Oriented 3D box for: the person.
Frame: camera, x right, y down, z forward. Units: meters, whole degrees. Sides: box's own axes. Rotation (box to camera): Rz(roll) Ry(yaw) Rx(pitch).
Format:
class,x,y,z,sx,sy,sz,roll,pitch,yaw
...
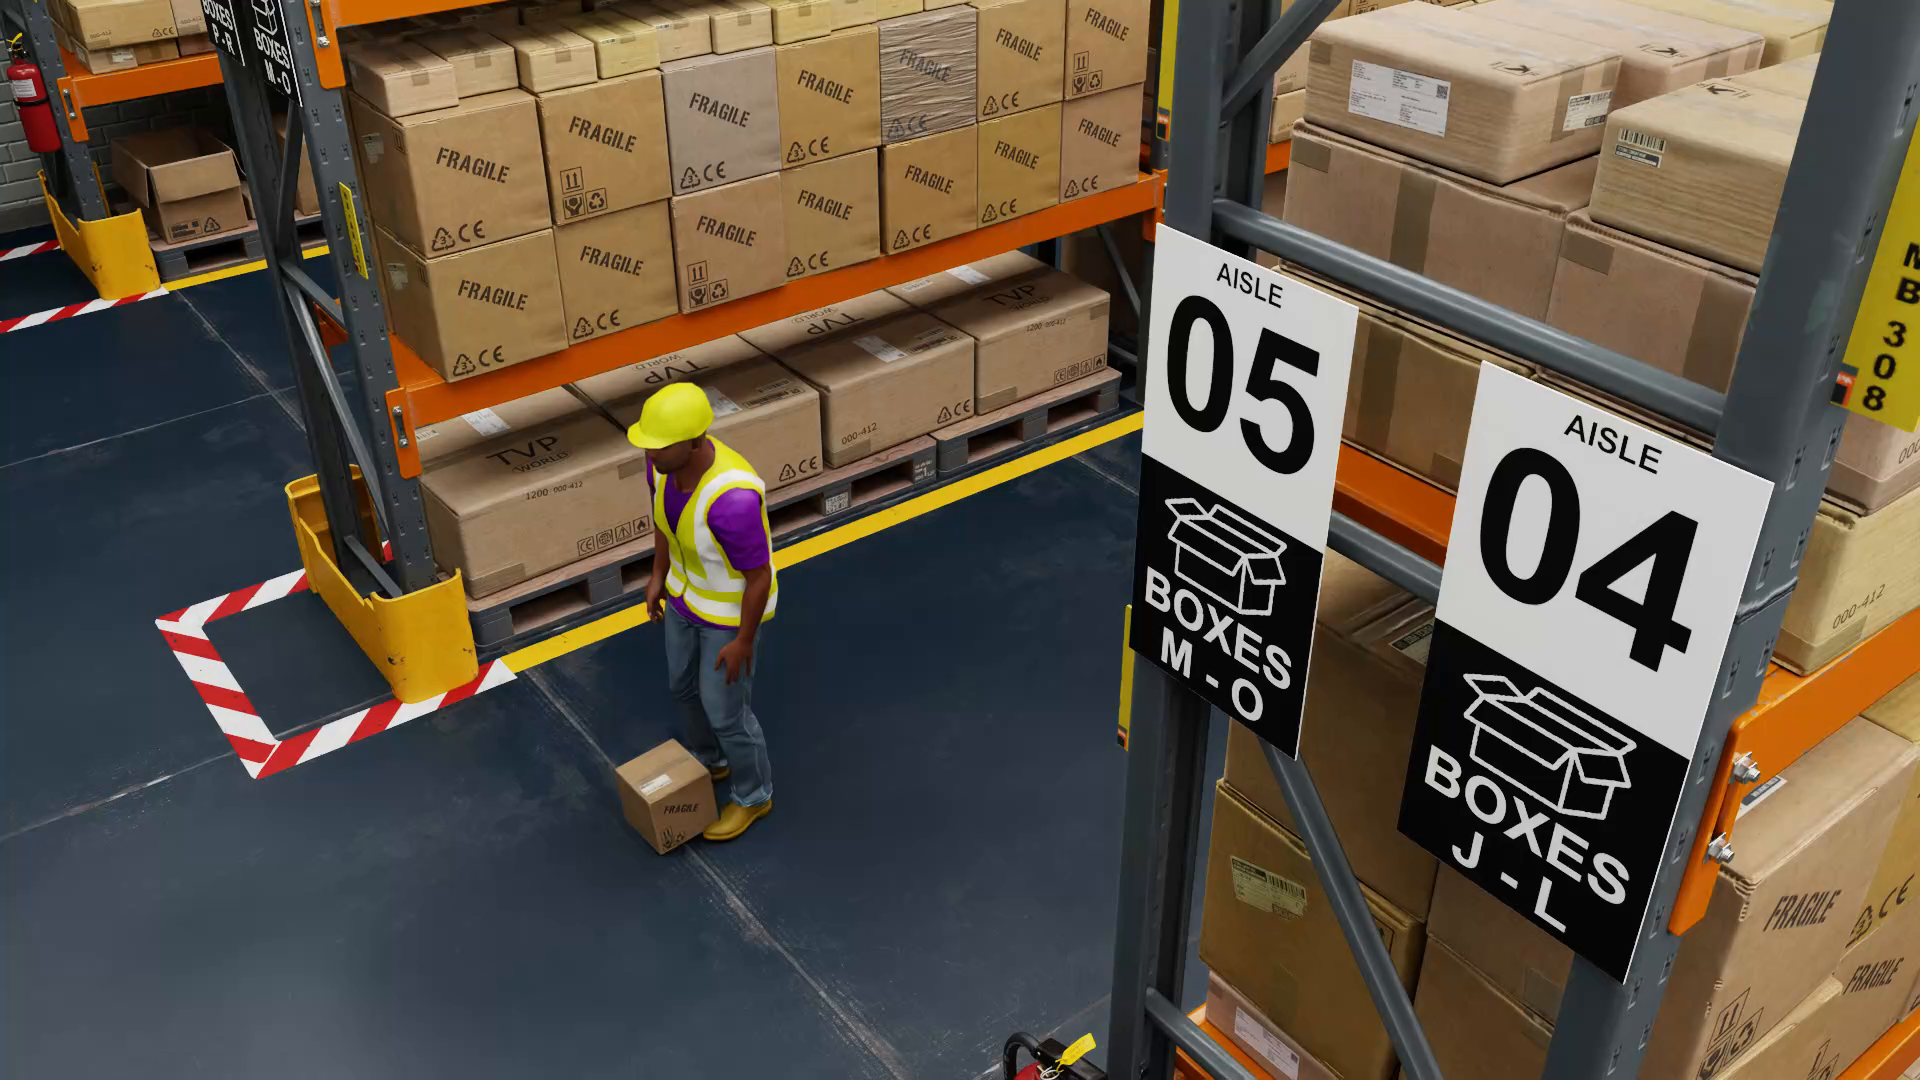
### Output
class,x,y,z,sx,sy,sz,roll,pitch,yaw
person,-0.871,0.235,5.742,0.449,1.762,0.607,-24,39,-33
